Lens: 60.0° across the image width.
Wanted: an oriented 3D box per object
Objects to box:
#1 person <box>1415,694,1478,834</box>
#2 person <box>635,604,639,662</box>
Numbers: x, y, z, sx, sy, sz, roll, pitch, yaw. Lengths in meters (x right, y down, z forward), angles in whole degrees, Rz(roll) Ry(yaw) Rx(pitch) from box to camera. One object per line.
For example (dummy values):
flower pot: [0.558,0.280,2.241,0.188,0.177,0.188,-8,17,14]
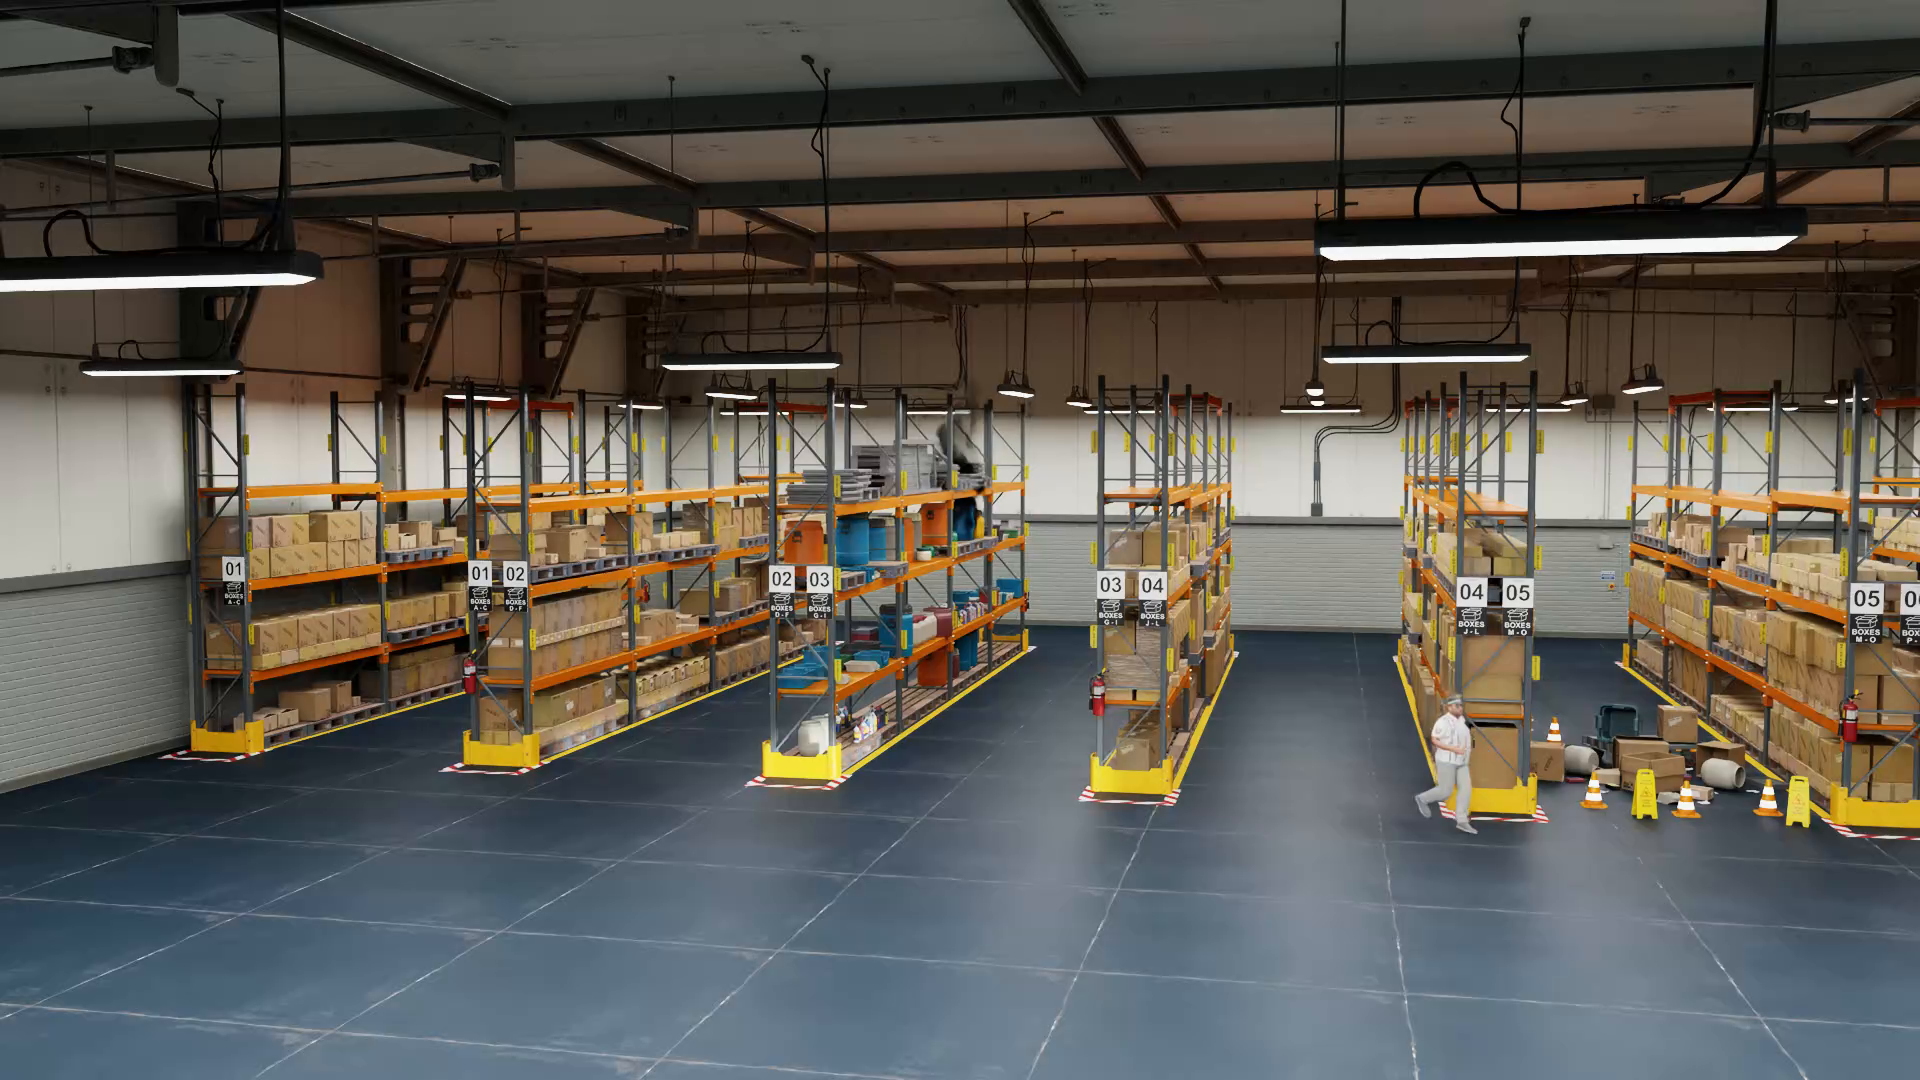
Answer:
person: [6.409,2.886,21.697,0.667,1.782,0.931,-2,4,-33]
person: [-6.857,2.161,35.027,0.607,1.632,0.941,1,3,12]
